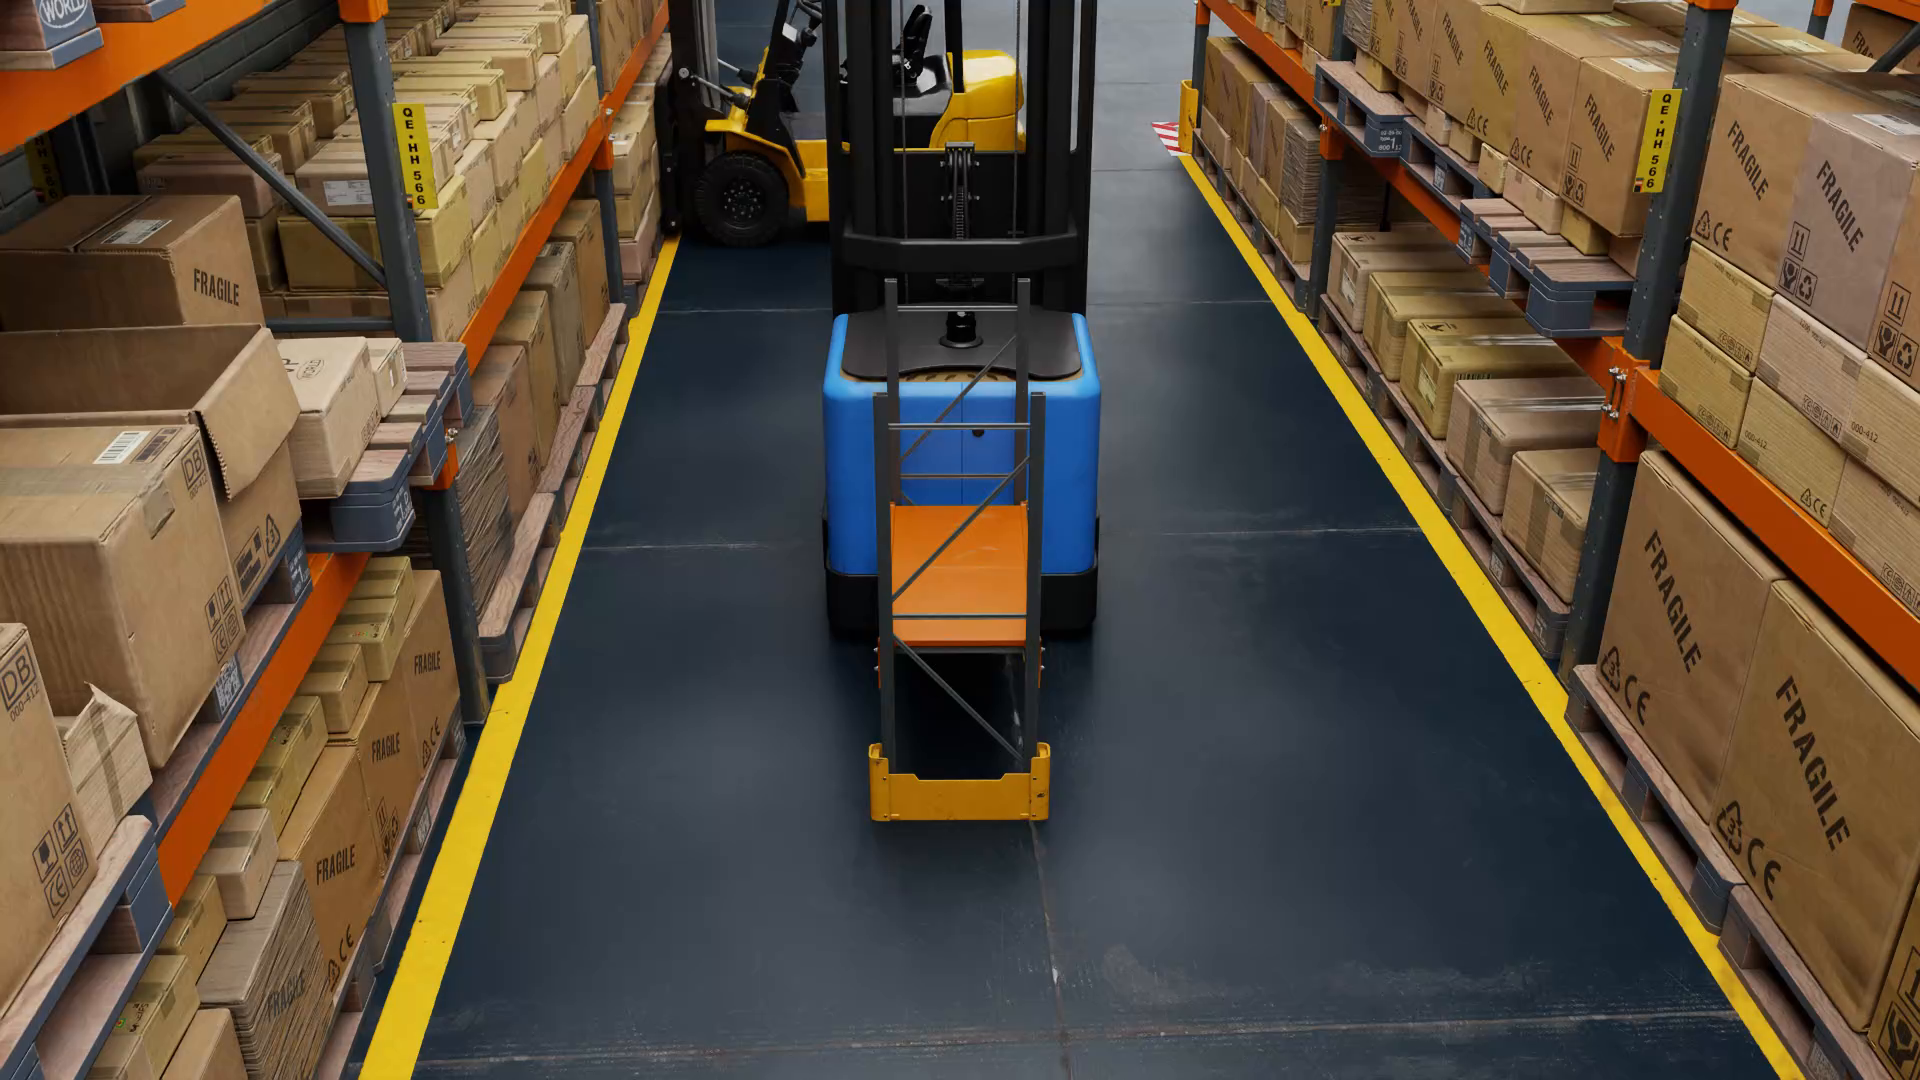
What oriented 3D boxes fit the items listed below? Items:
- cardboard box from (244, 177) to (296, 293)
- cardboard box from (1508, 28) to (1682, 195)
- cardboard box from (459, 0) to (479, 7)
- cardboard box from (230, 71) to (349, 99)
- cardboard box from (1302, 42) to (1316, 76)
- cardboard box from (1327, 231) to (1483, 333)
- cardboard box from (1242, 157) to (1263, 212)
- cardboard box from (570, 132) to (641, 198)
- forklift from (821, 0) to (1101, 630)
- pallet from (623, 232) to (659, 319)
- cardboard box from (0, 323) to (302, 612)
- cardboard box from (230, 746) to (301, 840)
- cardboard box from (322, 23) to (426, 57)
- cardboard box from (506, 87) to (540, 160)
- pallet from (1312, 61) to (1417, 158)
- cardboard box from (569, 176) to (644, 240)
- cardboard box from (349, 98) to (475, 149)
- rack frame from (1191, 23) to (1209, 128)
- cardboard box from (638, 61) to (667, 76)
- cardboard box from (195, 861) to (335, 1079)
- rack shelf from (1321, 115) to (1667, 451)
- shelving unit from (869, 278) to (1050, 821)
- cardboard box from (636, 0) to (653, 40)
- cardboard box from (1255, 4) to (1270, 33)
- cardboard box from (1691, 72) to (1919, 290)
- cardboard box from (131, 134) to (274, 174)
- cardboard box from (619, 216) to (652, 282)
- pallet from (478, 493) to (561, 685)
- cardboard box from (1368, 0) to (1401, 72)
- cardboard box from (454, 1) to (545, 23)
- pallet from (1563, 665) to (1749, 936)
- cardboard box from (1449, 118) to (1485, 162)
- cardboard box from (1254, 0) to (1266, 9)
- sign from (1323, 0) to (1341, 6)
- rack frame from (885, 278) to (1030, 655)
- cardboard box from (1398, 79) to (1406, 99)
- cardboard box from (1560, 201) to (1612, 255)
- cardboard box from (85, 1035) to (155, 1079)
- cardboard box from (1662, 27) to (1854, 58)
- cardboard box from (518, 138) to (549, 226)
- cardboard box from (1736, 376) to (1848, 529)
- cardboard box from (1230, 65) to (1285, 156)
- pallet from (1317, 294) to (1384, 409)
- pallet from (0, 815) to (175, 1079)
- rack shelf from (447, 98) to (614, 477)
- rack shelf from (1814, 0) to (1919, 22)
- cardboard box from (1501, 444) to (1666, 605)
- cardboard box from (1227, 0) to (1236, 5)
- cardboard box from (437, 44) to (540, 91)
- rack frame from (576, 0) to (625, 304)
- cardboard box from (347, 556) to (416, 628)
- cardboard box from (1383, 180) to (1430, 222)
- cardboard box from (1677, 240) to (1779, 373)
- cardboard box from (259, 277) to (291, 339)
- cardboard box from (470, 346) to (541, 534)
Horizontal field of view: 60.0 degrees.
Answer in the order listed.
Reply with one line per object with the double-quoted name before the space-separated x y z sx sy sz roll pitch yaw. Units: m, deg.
"cardboard box" -2.510 -1.032 5.607 0.500 0.250 0.500 -1 28 -2
"cardboard box" 2.408 -1.602 6.194 0.500 0.500 0.500 -2 28 -3
"cardboard box" -2.614 -2.688 8.350 0.380 0.149 0.250 -2 28 -4
"cardboard box" -2.621 -1.740 6.533 0.380 0.149 0.250 -2 28 -3
"cardboard box" 2.198 -2.790 9.627 0.380 0.149 0.250 -1 28 -1
"cardboard box" 2.569 -1.424 9.124 0.950 0.372 0.625 -1 28 -2
"cardboard box" 2.180 -2.359 11.049 0.500 0.250 0.500 -1 28 -2
"cardboard box" -2.130 -2.165 9.595 0.500 0.250 0.500 -2 28 -3
"forklift" -0.005 -1.589 7.126 1.130 2.935 3.031 0 28 0
"pallet" -2.418 -1.655 10.195 1.003 0.211 1.213 -1 28 -3
"cardboard box" -1.939 -0.159 3.745 0.797 0.503 0.637 -2 28 -4
"cardboard box" -1.934 0.667 4.276 0.380 0.149 0.250 -2 28 -3
"cardboard box" -2.618 -2.214 7.442 0.380 0.149 0.250 -1 28 -3
"cardboard box" -2.075 -1.751 6.985 0.500 0.250 0.500 -1 28 -2
"pallet" 2.433 -2.203 8.438 1.003 0.211 1.213 -1 28 -3
"cardboard box" -2.135 -1.943 9.710 0.500 0.250 0.500 -2 28 -3
"cardboard box" -2.012 -1.524 6.119 0.380 0.149 0.250 -1 28 -2
"rack frame" 2.330 -4.492 12.619 1.000 3.000 0.127 -1 28 -3
"cardboard box" -2.223 -3.107 11.402 0.500 0.250 0.500 -1 28 -2
"cardboard box" -1.881 1.148 4.053 0.500 0.500 0.500 -2 28 -4
"rack shelf" 2.643 -1.402 7.473 1.077 0.370 4.000 -1 28 -3
"shelving unit" -0.005 0.010 5.609 0.587 1.500 1.083 0 28 0
"cardboard box" -2.257 -3.486 10.581 0.500 0.500 0.500 -1 28 -2
"cardboard box" 2.128 -3.381 10.760 0.380 0.149 0.250 -1 28 -2
"cardboard box" 2.529 -1.052 4.833 0.500 0.500 0.500 -2 28 -4
"cardboard box" -2.554 -1.272 5.635 0.380 0.149 0.250 -1 28 -1
"cardboard box" -2.113 -1.722 9.827 0.500 0.250 0.500 -1 28 -2
"pallet" -2.213 0.179 6.678 1.003 0.211 1.213 -1 28 -3
"cardboard box" 2.303 -2.553 8.017 0.500 0.500 0.500 -1 28 -2
"cardboard box" -2.187 -2.470 7.932 0.380 0.149 0.250 -1 28 -3
"pallet" 2.713 0.805 5.479 1.003 0.211 1.213 -1 28 -3
"cardboard box" 2.335 -1.732 7.144 0.380 0.149 0.250 -2 28 -4
"cardboard box" 2.170 -3.734 10.736 0.500 0.500 0.500 -2 28 -4
"sign" 1.997 -3.012 8.845 0.100 0.325 0.005 -1 28 -3
"rack frame" -0.009 -0.229 6.068 0.500 1.500 0.032 0 28 0
"cardboard box" 2.347 -2.212 8.066 0.380 0.149 0.250 0 28 1
"cardboard box" 2.409 -1.140 6.010 0.380 0.149 0.250 -1 28 -2
"cardboard box" -1.873 1.147 3.355 0.380 0.149 0.250 -1 28 -3
"cardboard box" 2.921 -1.614 6.217 0.500 0.500 0.500 0 28 0
"cardboard box" -2.069 -1.530 7.102 0.500 0.250 0.500 -1 28 -1
"cardboard box" 2.566 -0.262 4.672 0.500 0.250 0.500 -2 28 -4
"cardboard box" 2.147 -2.928 11.329 0.500 0.500 0.500 -1 28 -2
"pallet" 2.581 -1.049 9.033 1.003 0.211 1.213 -1 28 -3
"pallet" -1.933 0.885 2.518 1.003 0.211 1.213 -1 28 -3
"rack shelf" -2.314 -1.281 7.240 1.077 0.370 4.000 -1 28 -3
"rack shelf" 7.372 -3.416 11.333 1.077 0.370 4.000 -1 28 -3
"cardboard box" 2.728 -0.080 6.547 0.950 0.372 0.625 -3 28 -6
"cardboard box" 2.068 -3.860 11.679 0.380 0.149 0.250 -1 28 -2
"cardboard box" -1.991 -1.993 7.018 0.380 0.149 0.250 -2 28 -4
"rack frame" -2.418 -2.523 8.844 1.000 3.000 0.127 -1 28 -3
"cardboard box" -1.930 0.180 5.208 0.380 0.149 0.250 -3 28 -5
"cardboard box" 2.777 -2.223 9.978 0.500 0.500 0.500 0 28 0
"cardboard box" 2.527 -0.713 4.995 0.500 0.250 0.500 -2 28 -3
"cardboard box" -2.488 -0.811 5.724 0.500 0.250 0.500 -2 28 -4
"cardboard box" -2.270 -0.399 6.886 0.875 0.625 0.625 -1 28 -1
